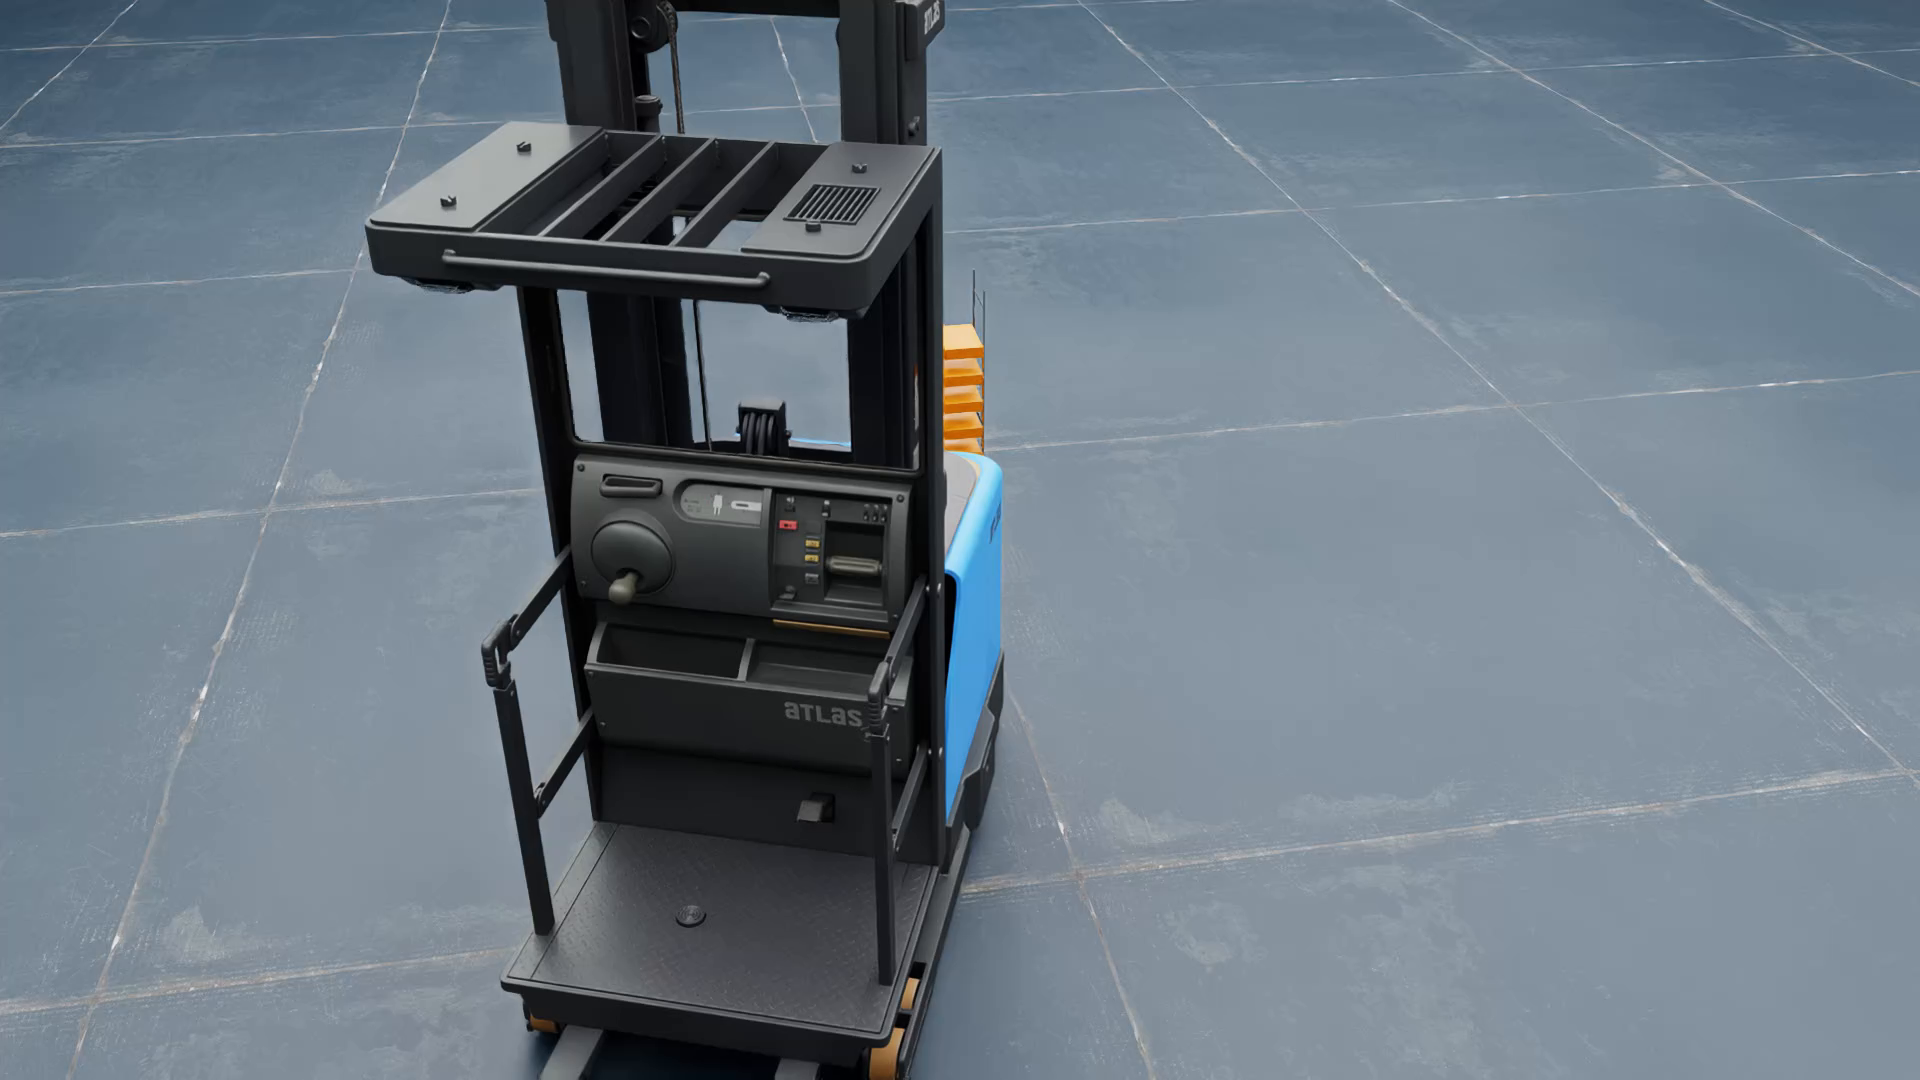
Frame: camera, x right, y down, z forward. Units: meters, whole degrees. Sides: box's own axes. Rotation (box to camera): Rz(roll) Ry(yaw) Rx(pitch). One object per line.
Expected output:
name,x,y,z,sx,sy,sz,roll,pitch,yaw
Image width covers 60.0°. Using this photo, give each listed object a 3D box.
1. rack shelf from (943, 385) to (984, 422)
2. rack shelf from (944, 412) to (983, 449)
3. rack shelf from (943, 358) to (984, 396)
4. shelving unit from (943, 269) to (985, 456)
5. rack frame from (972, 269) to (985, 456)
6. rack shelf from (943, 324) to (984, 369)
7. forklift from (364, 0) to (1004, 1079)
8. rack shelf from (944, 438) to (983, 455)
rack shelf,-0.014,-0.581,6.905,0.180,0.103,0.258,-5,31,-9
rack shelf,-0.014,-0.478,6.966,0.180,0.103,0.258,-5,31,-9
rack shelf,-0.014,-0.684,6.844,0.180,0.103,0.258,-5,31,-9
shelving unit,-0.014,-0.516,6.944,0.189,1.200,0.258,-5,31,-9
rack frame,0.076,-0.524,6.958,0.006,1.200,0.240,-5,31,-9
rack shelf,-0.014,-0.788,6.784,0.180,0.103,0.258,-5,31,-9
forklift,-0.632,0.057,4.261,1.130,2.935,3.031,6,31,10
rack shelf,-0.014,-0.374,7.027,0.180,0.103,0.258,-5,31,-9
